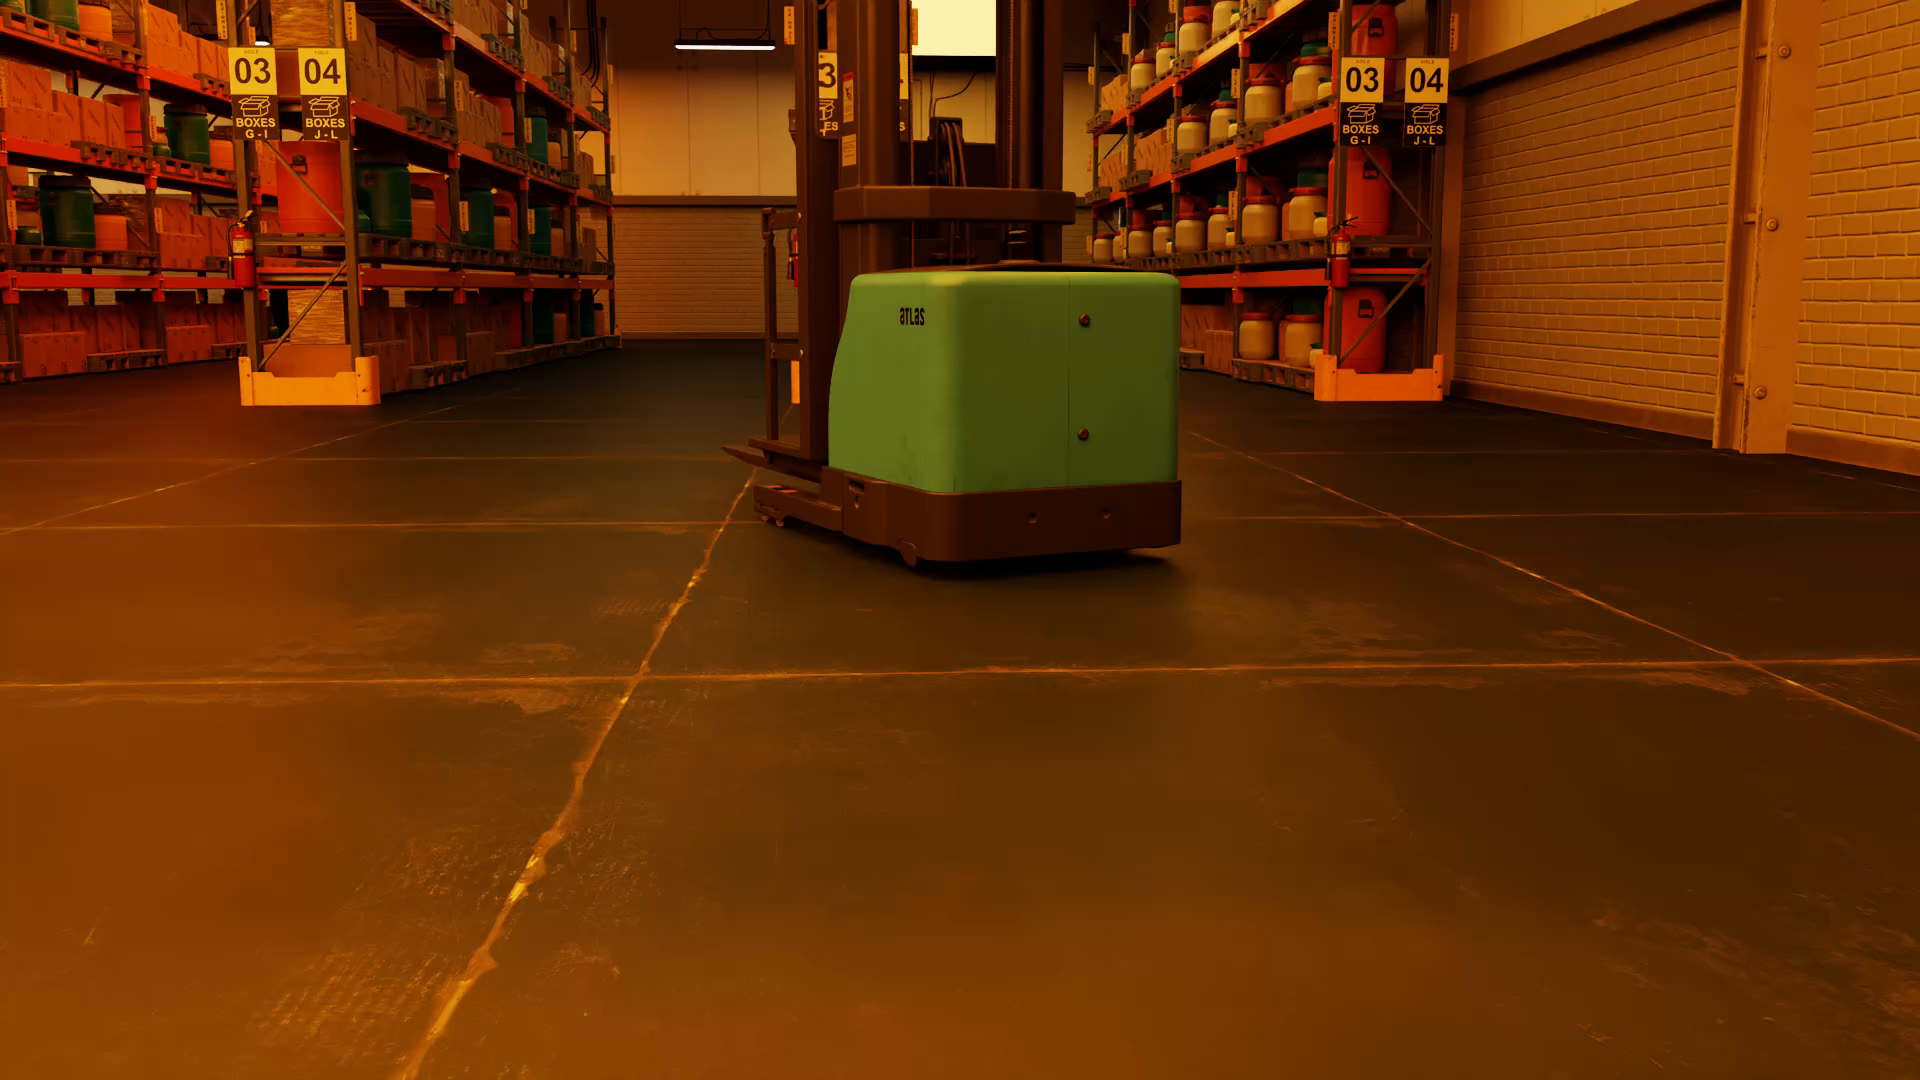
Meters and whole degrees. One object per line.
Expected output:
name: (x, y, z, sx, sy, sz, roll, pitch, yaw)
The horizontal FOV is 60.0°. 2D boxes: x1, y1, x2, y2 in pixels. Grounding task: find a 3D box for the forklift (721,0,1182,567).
forklift: (-0.264, -1.530, 7.137, 1.130, 2.935, 3.031, -4, 9, -25)
